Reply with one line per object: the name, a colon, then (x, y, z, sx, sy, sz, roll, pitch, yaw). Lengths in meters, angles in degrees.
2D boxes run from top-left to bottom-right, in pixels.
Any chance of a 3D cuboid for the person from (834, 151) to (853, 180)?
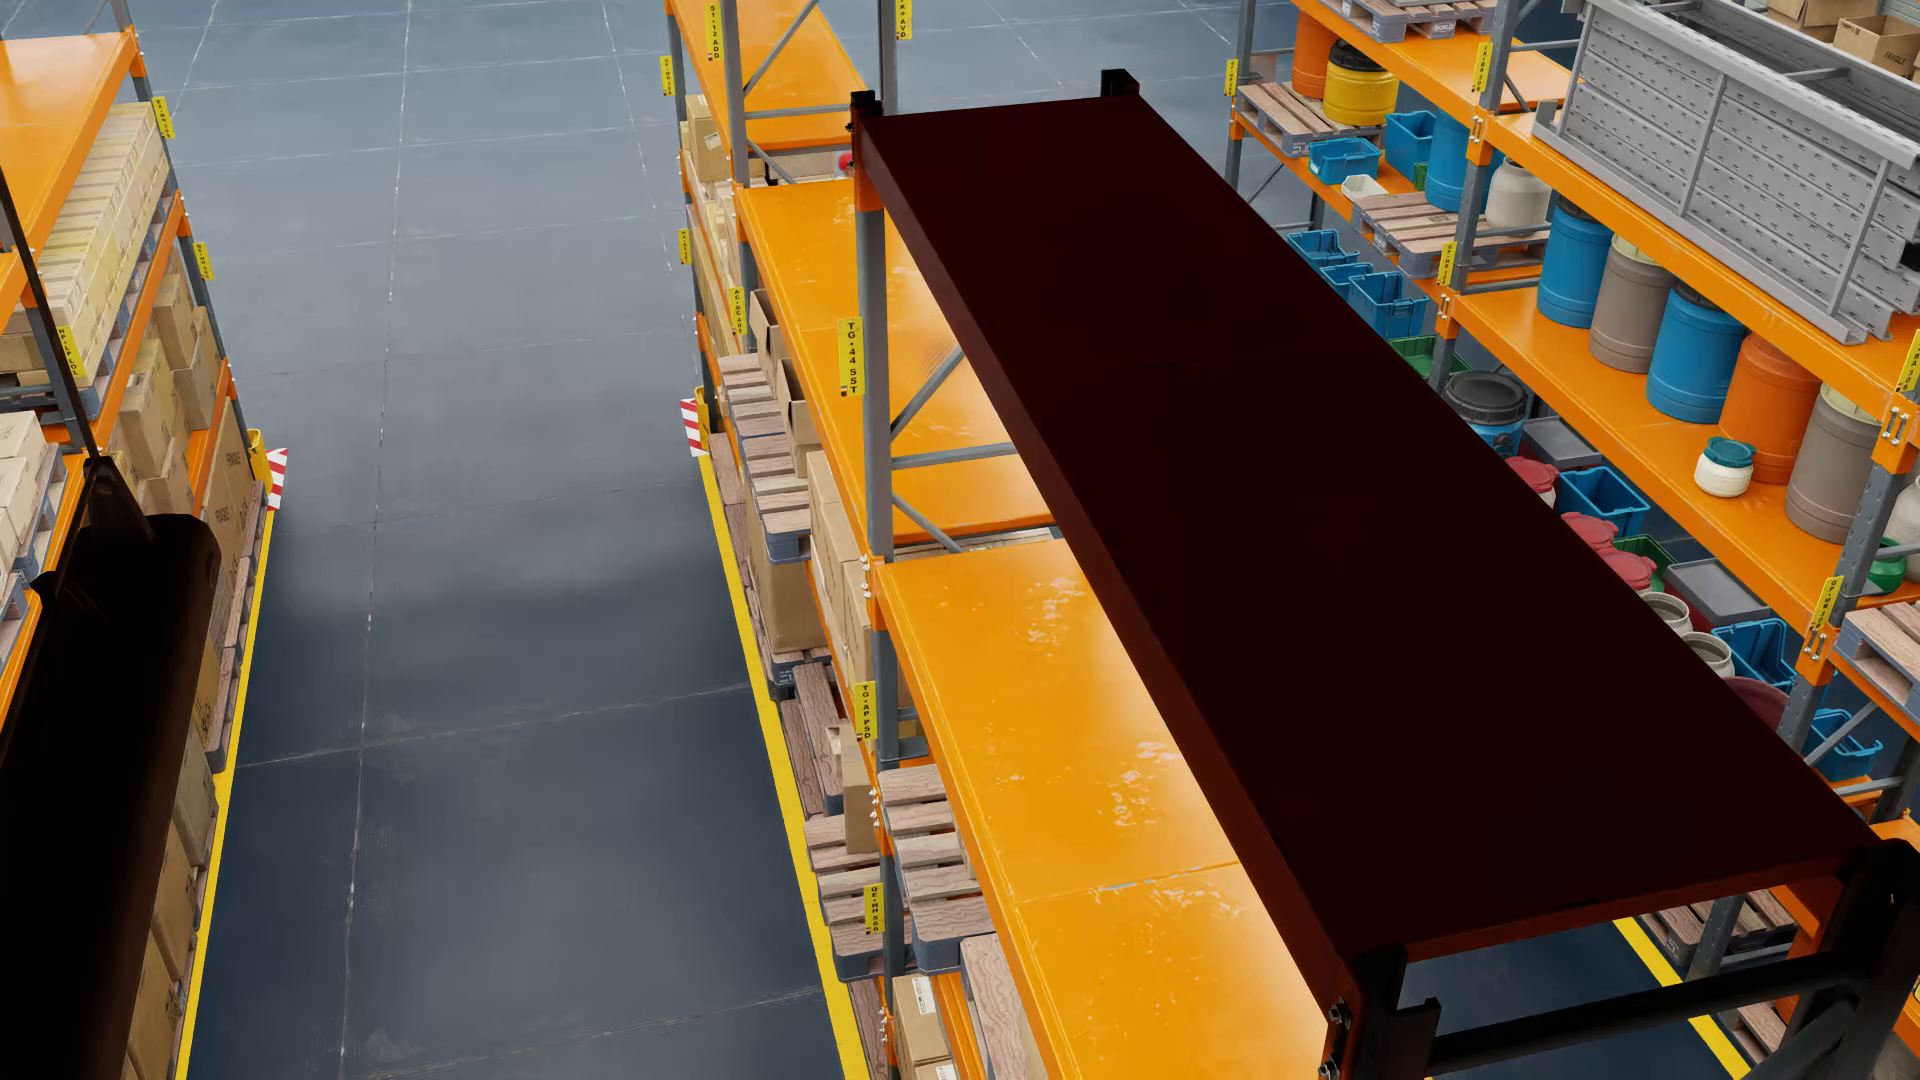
person: (-1.107, -3.117, 17.035, 0.374, 1.792, 0.612, -26, 42, -33)
